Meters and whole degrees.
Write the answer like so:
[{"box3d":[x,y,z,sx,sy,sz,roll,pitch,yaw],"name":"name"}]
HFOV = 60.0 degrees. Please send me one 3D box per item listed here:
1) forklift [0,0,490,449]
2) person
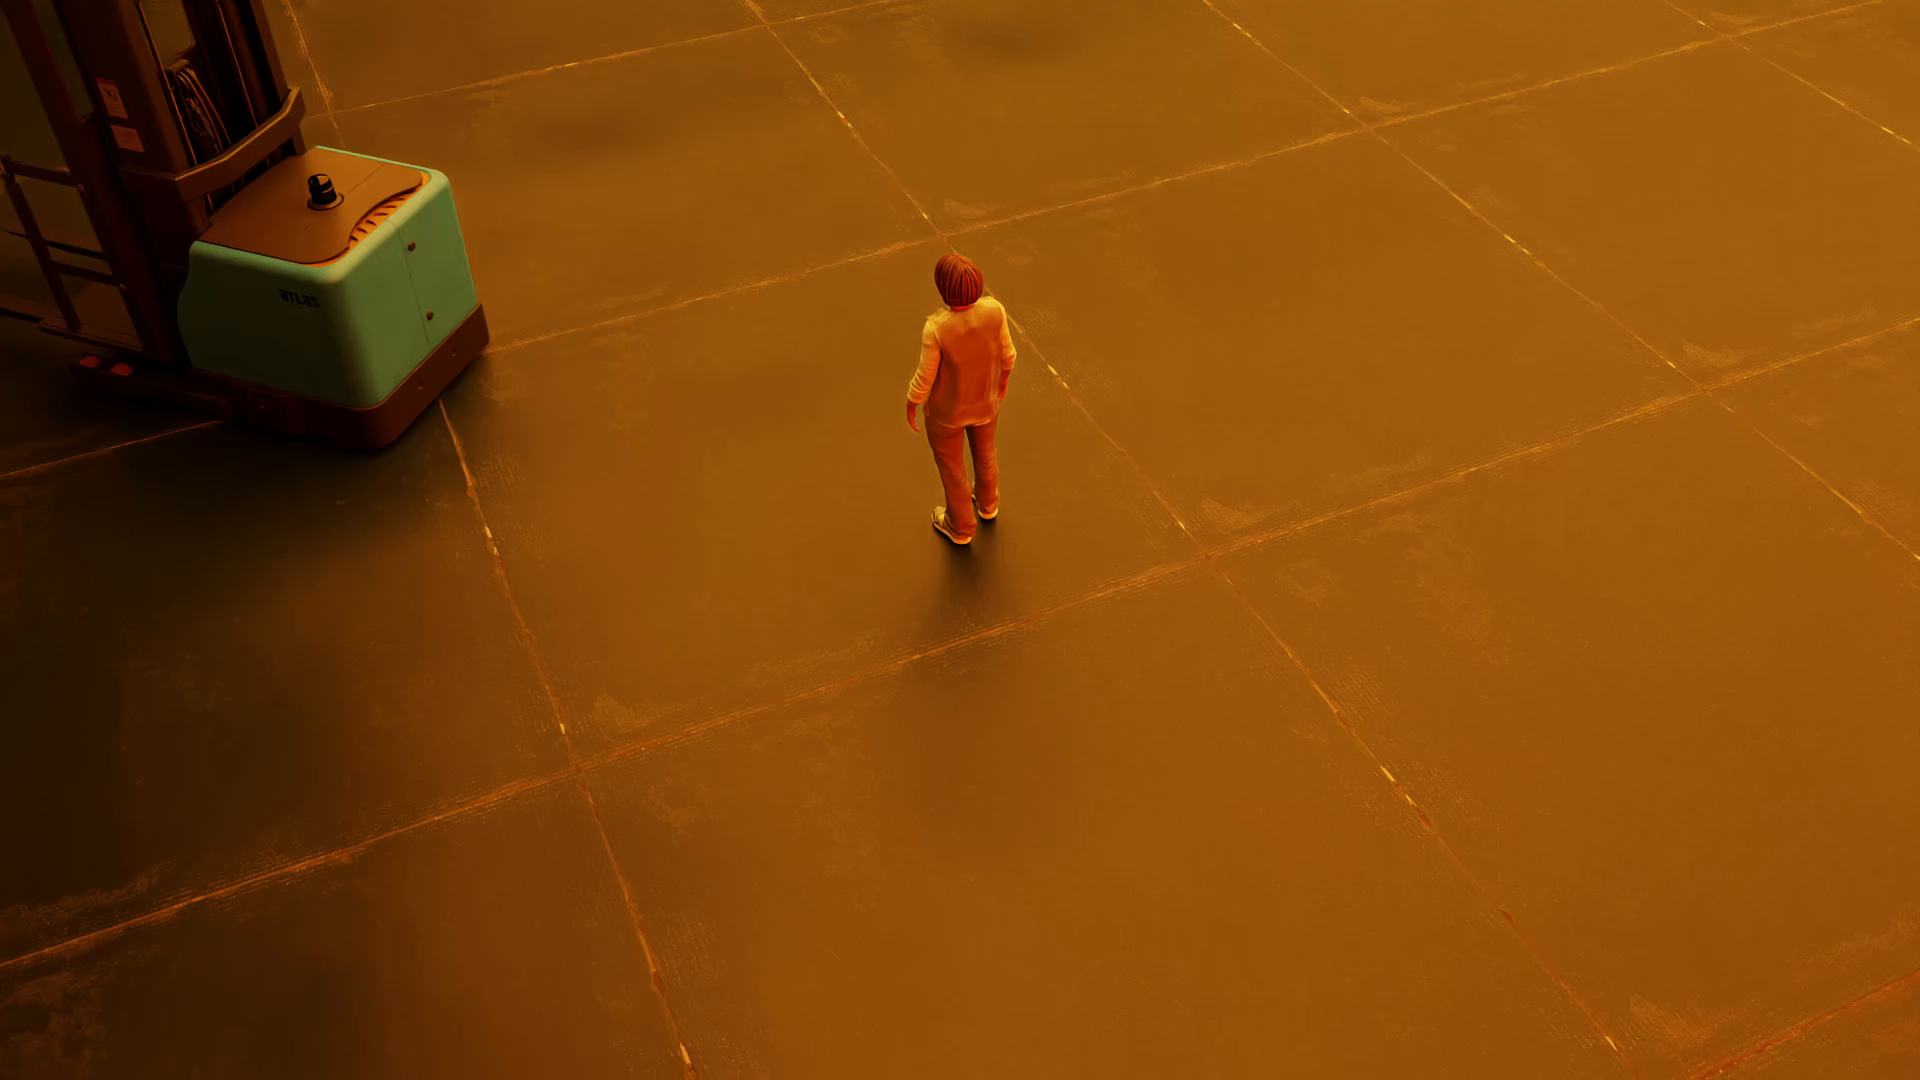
[{"box3d":[-4.080,-2.142,7.975,3.031,2.935,1.130,14,45,14],"name":"forklift"},{"box3d":[-0.018,-0.635,7.337,0.520,1.585,0.473,-18,46,-18],"name":"person"}]
